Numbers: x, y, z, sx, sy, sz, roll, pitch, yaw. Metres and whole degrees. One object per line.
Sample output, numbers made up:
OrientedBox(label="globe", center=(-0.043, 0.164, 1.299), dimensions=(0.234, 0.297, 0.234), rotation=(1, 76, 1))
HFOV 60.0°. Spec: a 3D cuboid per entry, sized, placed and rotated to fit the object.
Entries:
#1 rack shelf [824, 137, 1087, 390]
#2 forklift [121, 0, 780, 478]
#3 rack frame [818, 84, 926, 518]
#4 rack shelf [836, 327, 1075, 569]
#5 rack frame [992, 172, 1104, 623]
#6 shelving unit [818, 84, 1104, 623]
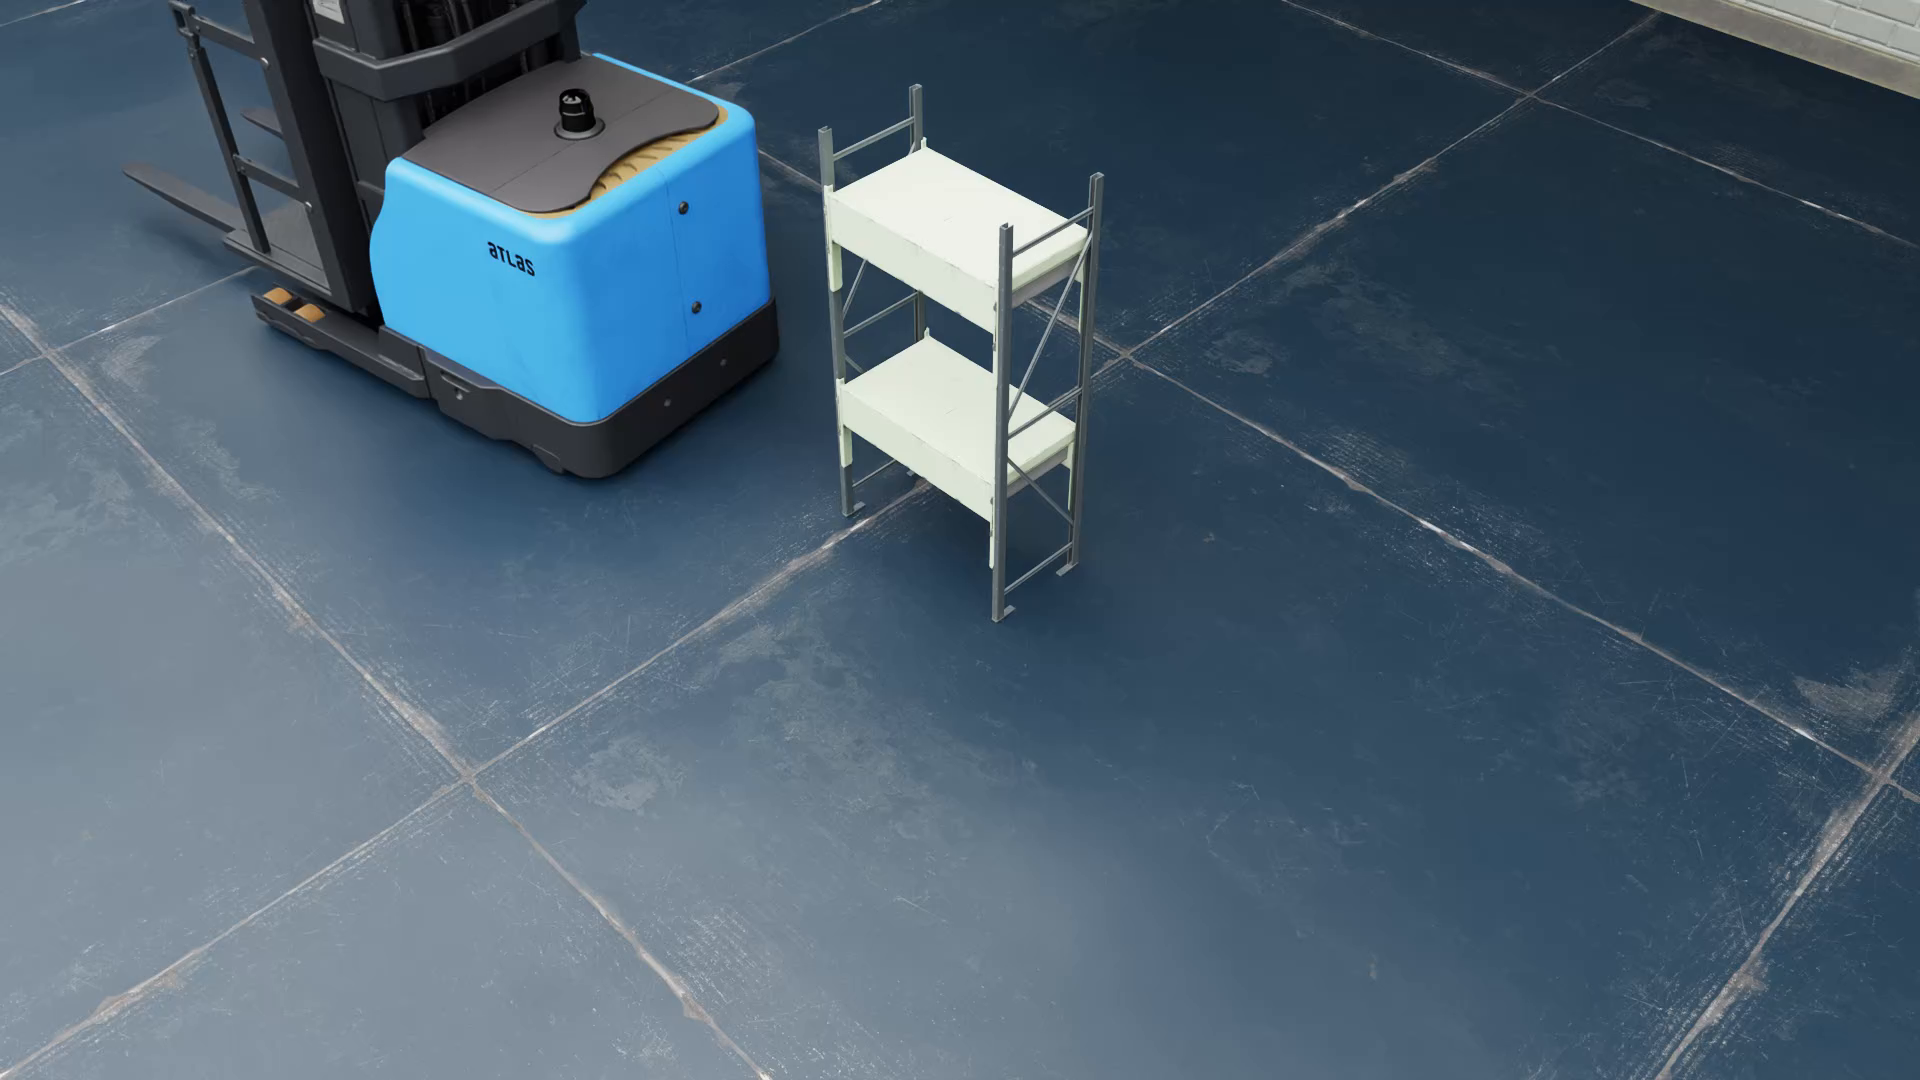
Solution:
OrientedBox(label="rack shelf", center=(-0.005, -0.841, 4.980), dimensions=(0.431, 0.370, 0.720), rotation=(-34, 53, -31))
OrientedBox(label="forklift", center=(-2.193, -2.102, 5.866), dimensions=(3.031, 2.935, 1.130), rotation=(26, 49, 25))
OrientedBox(label="rack frame", center=(-0.263, -0.730, 5.435), dimensions=(0.400, 1.500, 0.023), rotation=(-34, 53, -31))
OrientedBox(label="rack shelf", center=(-0.005, -0.315, 5.466), dimensions=(0.431, 0.370, 0.720), rotation=(-34, 53, -31))
OrientedBox(label="rack frame", center=(0.254, -0.378, 5.054), dimensions=(0.400, 1.500, 0.023), rotation=(-34, 53, -31))
OrientedBox(label="shelving unit", center=(-0.005, -0.554, 5.244), dimensions=(0.431, 1.500, 0.755), rotation=(-34, 53, -31))
